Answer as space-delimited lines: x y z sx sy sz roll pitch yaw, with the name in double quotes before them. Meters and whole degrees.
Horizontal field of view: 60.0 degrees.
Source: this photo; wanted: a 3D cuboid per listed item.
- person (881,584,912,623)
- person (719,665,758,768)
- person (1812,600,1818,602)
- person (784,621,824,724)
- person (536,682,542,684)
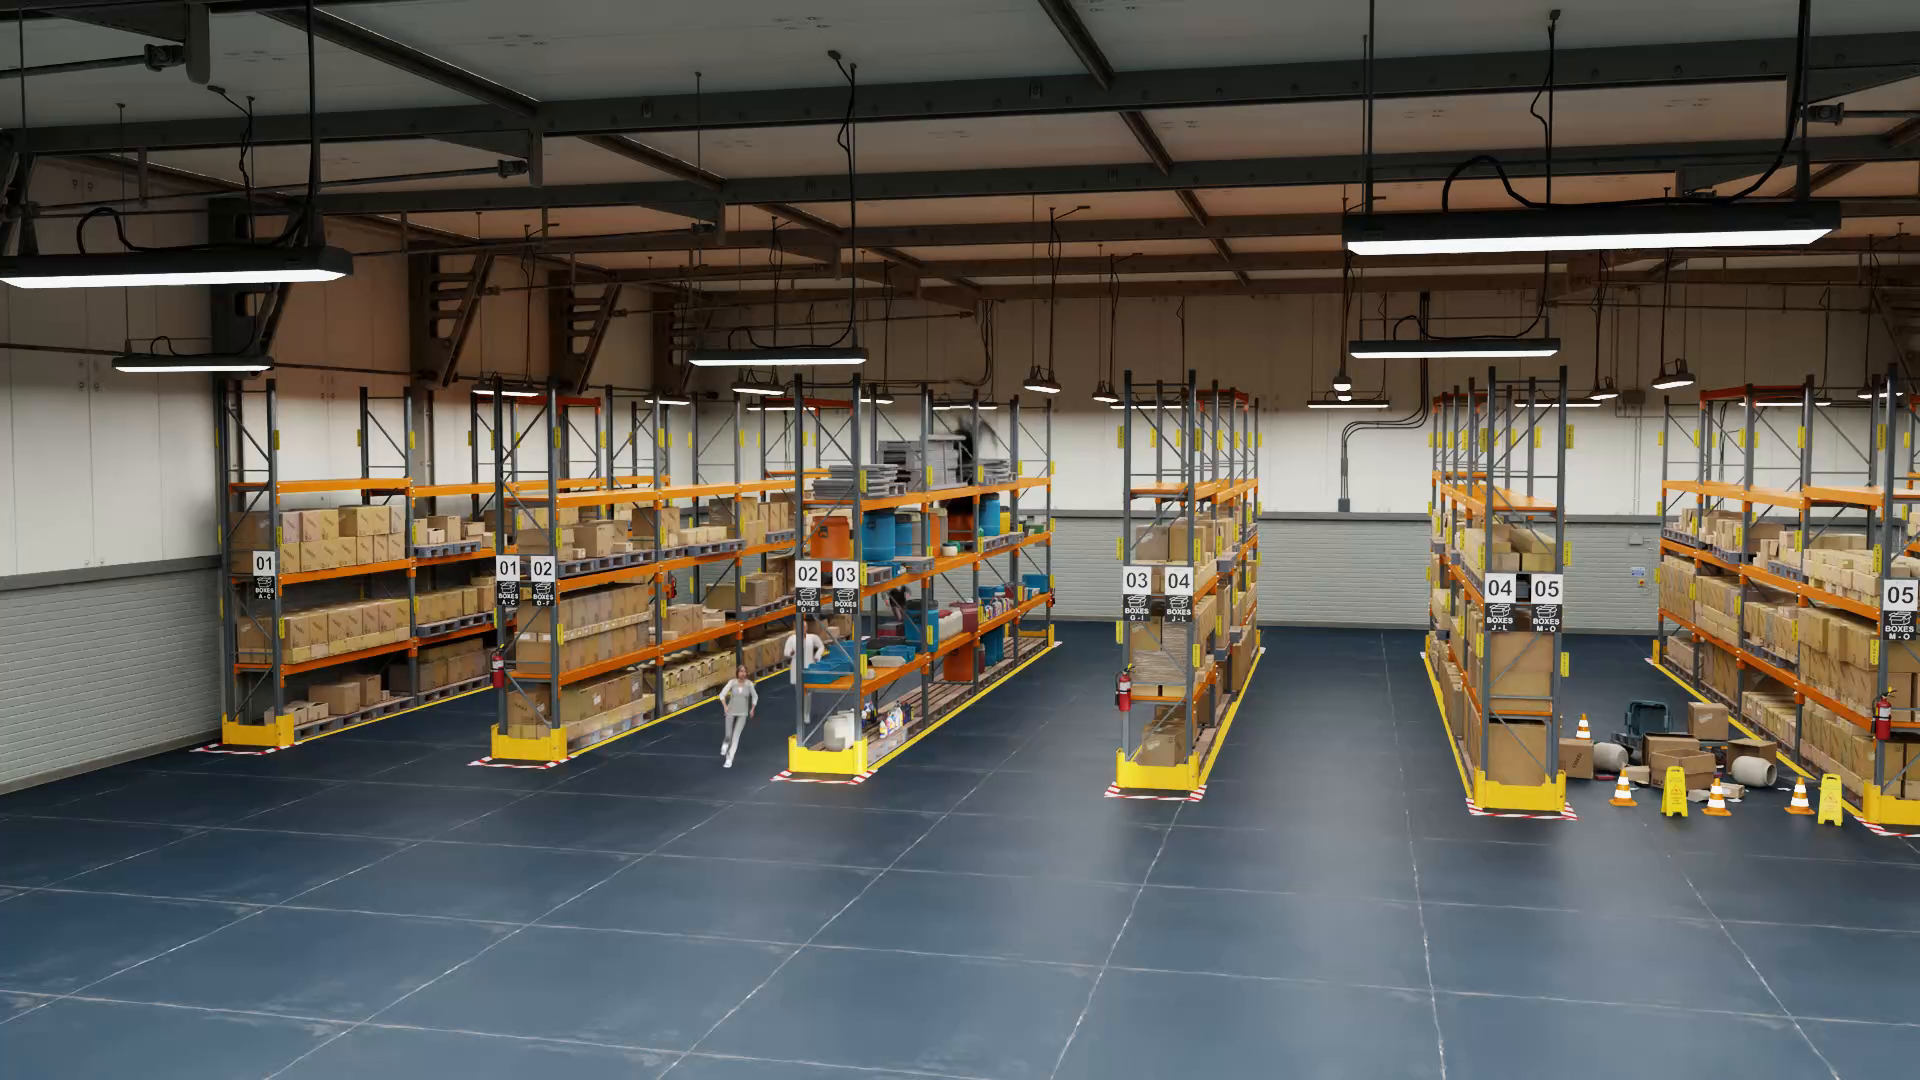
"person" -1.564 1.659 41.634 0.776 1.705 0.647 -1 4 -23
"person" -3.413 2.693 25.660 0.595 1.539 0.704 -1 3 -10
"person" 17.521 2.094 34.099 0.686 1.722 0.589 1 3 8
"person" -2.793 2.344 29.571 0.685 1.826 0.777 0 3 6
"person" -7.480 2.304 30.533 0.674 1.805 1.195 1 4 13
